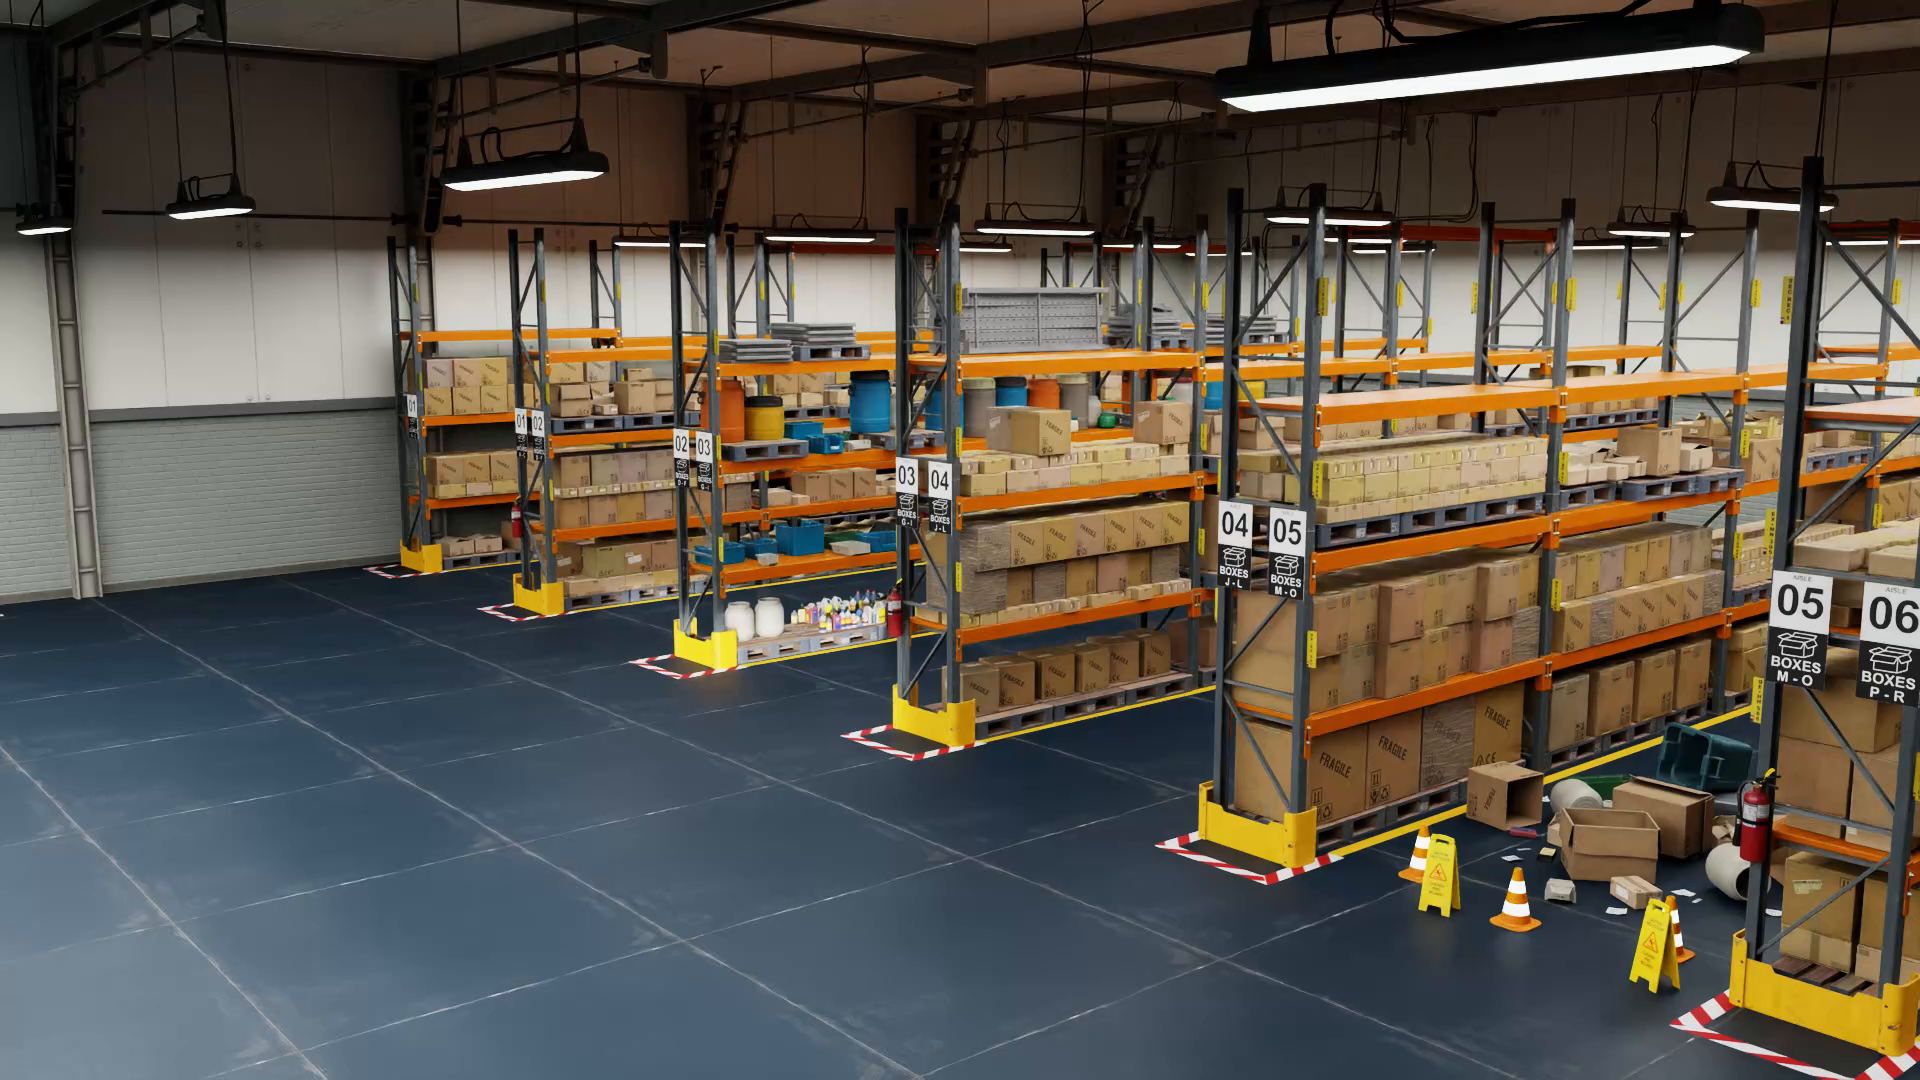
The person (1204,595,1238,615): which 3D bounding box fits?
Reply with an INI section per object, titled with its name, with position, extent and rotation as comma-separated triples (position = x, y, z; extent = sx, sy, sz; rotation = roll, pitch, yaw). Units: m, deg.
[person]
position = 3.890, 0.588, 24.595
extent = 1.031, 1.593, 0.452
rotation = -8, 12, -42
